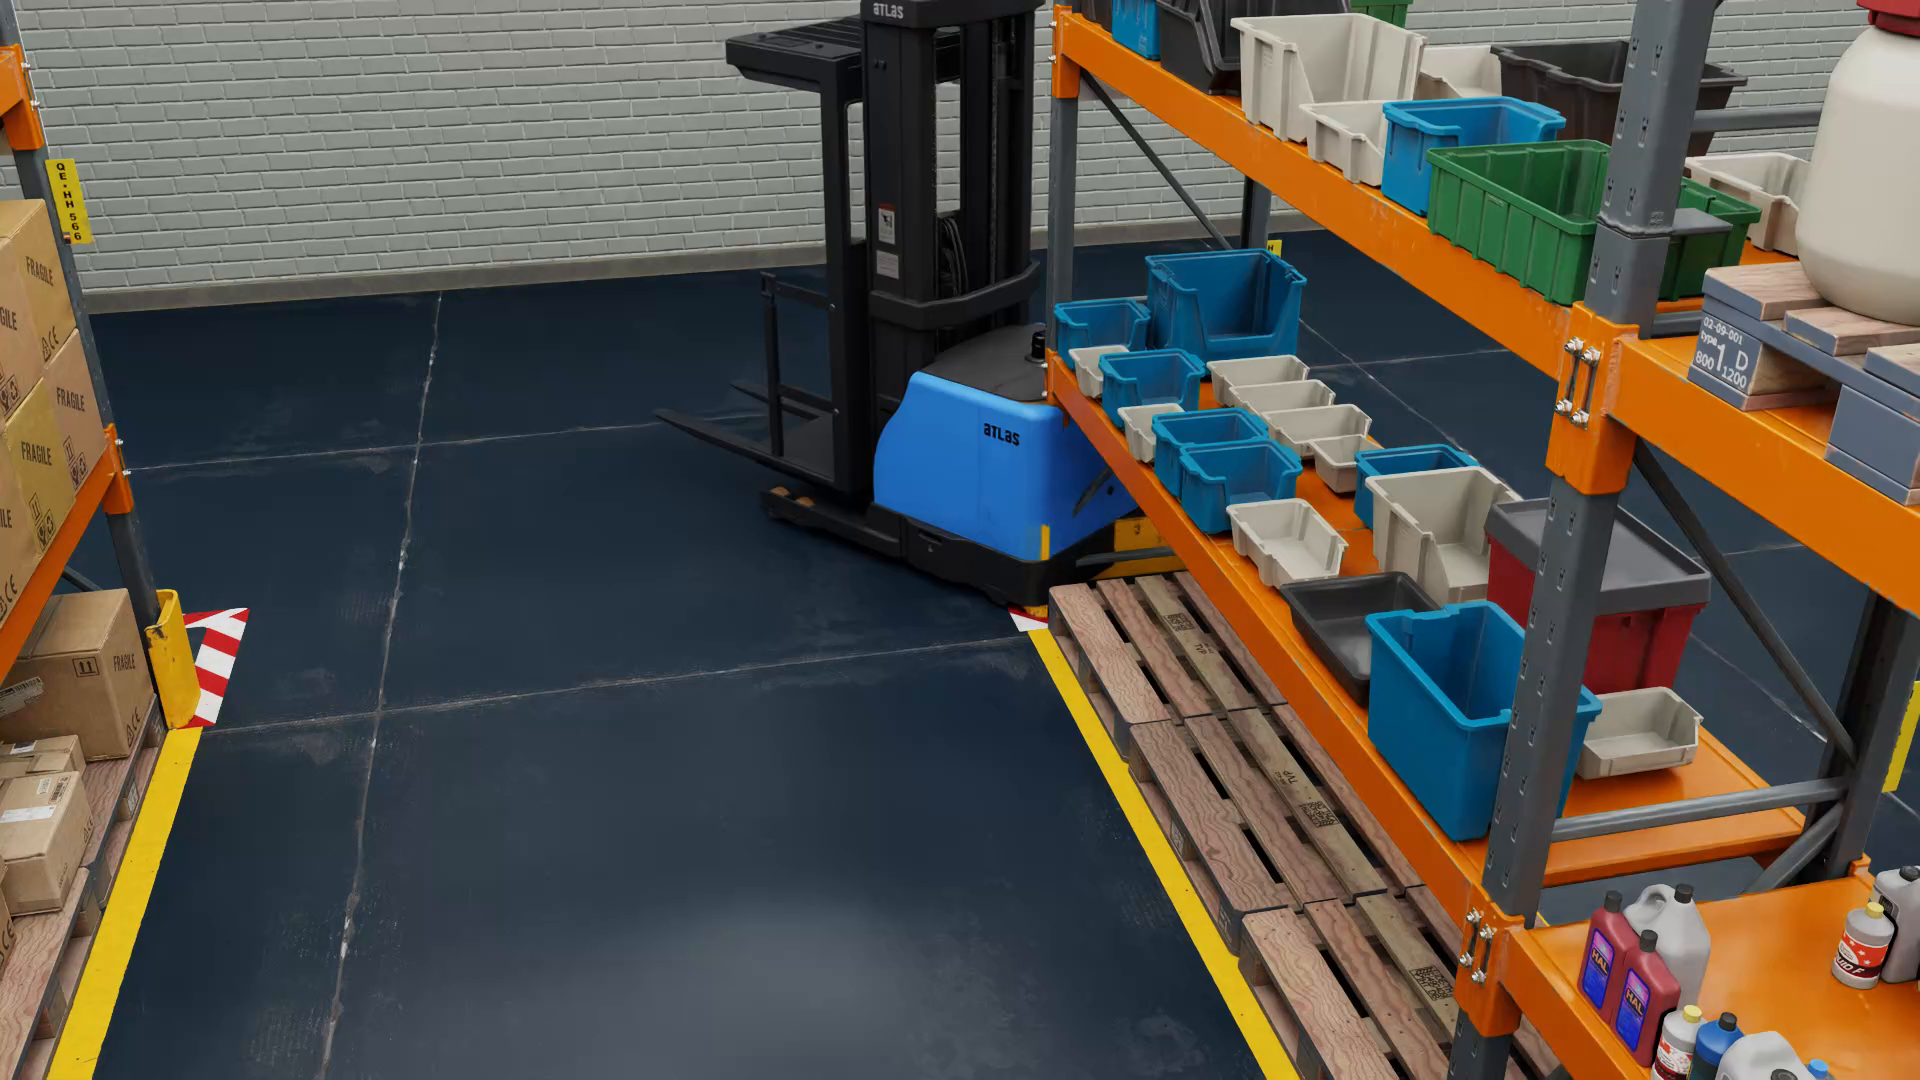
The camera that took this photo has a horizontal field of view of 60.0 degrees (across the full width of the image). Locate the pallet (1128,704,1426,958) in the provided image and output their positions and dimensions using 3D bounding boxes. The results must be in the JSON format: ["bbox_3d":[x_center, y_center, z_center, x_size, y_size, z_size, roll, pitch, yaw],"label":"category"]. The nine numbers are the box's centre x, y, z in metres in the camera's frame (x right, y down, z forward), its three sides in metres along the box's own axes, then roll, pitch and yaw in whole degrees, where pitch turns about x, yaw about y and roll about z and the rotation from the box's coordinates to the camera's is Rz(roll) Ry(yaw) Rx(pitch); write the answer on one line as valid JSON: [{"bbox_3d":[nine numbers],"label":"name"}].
[{"bbox_3d":[1.307,1.061,6.413,1.003,0.211,1.213,-6,27,-12],"label":"pallet"}]

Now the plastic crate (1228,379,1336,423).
[{"bbox_3d":[1.299,-0.525,6.687,0.396,0.136,0.243,-6,27,-12],"label":"plastic crate"}]

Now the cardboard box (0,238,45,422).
[{"bbox_3d":[-3.456,-0.684,5.556,0.500,0.500,0.500,-5,27,-10],"label":"cardboard box"}]

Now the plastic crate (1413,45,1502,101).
[{"bbox_3d":[1.595,-1.423,5.205,0.437,0.136,0.530,-6,27,-12],"label":"plastic crate"}]

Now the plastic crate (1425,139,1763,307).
[{"bbox_3d":[1.399,-0.728,3.769,0.450,0.188,0.662,-6,27,-12],"label":"plastic crate"}]

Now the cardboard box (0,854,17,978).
[{"bbox_3d":[-3.466,1.267,5.193,0.797,0.503,0.637,-6,27,-12],"label":"cardboard box"}]

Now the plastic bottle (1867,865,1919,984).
[{"bbox_3d":[2.193,0.868,3.840,0.152,0.276,0.135,-6,27,-12],"label":"plastic bottle"}]

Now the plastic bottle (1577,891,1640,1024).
[{"bbox_3d":[1.456,0.928,3.711,0.061,0.283,0.133,-6,27,-12],"label":"plastic bottle"}]

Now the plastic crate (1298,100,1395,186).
[{"bbox_3d":[1.132,-1.069,4.503,0.293,0.136,0.466,-6,27,-12],"label":"plastic crate"}]

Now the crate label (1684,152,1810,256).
[{"bbox_3d":[1.961,-0.793,3.957,0.293,0.136,0.466,-6,27,-12],"label":"crate label"}]

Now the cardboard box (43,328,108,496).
[{"bbox_3d":[-3.573,-0.458,6.218,0.500,0.500,0.500,-5,27,-10],"label":"cardboard box"}]

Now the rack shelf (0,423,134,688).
[{"bbox_3d":[-3.488,0.617,4.998,1.077,0.370,4.000,-6,27,-12],"label":"rack shelf"}]

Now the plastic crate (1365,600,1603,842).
[{"bbox_3d":[1.352,0.482,4.417,0.392,0.384,0.575,-6,27,-12],"label":"plastic crate"}]

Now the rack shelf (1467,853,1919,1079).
[{"bbox_3d":[2.240,1.871,2.512,1.077,0.370,4.000,-6,27,-12],"label":"rack shelf"}]

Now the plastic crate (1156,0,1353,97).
[{"bbox_3d":[0.964,-1.697,5.523,0.504,0.338,0.767,-6,27,-12],"label":"plastic crate"}]

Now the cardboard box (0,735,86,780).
[{"bbox_3d":[-3.573,0.886,6.321,0.380,0.166,0.250,-6,27,-12],"label":"cardboard box"}]

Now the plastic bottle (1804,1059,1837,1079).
[{"bbox_3d":[1.722,1.142,3.378,0.097,0.201,0.097,0,27,0],"label":"plastic bottle"}]

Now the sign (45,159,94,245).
[{"bbox_3d":[-3.394,-1.288,6.337,0.100,0.325,0.005,-6,27,-12],"label":"sign"}]

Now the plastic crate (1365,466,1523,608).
[{"bbox_3d":[1.625,0.009,5.468,0.437,0.282,0.530,-6,27,-12],"label":"plastic crate"}]

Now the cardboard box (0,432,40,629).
[{"bbox_3d":[-3.345,-0.011,5.332,0.500,0.500,0.500,-6,27,-11],"label":"cardboard box"}]

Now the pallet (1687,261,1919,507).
[{"bbox_3d":[2.061,-0.249,2.794,1.213,0.211,1.003,-6,27,-12],"label":"pallet"}]

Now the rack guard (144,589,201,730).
[{"bbox_3d":[-3.922,0.567,7.072,1.175,0.500,0.348,-6,27,-12],"label":"rack guard"}]

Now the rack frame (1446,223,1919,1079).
[{"bbox_3d":[1.789,0.672,4.090,1.000,3.000,0.127,-6,27,-12],"label":"rack frame"}]

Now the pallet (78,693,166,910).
[{"bbox_3d":[-3.741,1.046,6.444,1.003,0.211,1.213,-6,27,-12],"label":"pallet"}]

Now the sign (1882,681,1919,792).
[{"bbox_3d":[2.326,0.493,4.136,0.100,0.325,0.005,-6,27,-12],"label":"sign"}]

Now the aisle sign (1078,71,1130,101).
[{"bbox_3d":[0.582,-2.246,6.986,0.394,0.787,0.004,-6,27,-12],"label":"aisle sign"}]

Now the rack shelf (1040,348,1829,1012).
[{"bbox_3d":[1.339,0.115,5.991,1.077,0.370,4.000,-6,27,-12],"label":"rack shelf"}]

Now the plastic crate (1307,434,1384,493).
[{"bbox_3d":[1.471,-0.277,6.196,0.298,0.136,0.250,-6,27,-12],"label":"plastic crate"}]

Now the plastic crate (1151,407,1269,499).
[{"bbox_3d":[0.919,-0.316,6.167,0.416,0.233,0.300,-6,27,-12],"label":"plastic crate"}]

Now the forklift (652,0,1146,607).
[{"bbox_3d":[-0.444,-1.528,8.525,3.031,2.935,1.130,21,34,36],"label":"forklift"}]

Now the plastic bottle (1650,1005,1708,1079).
[{"bbox_3d":[1.530,1.072,3.517,0.097,0.201,0.097,0,27,0],"label":"plastic bottle"}]

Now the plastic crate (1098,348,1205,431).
[{"bbox_3d":[0.771,-0.605,6.739,0.416,0.233,0.300,-6,27,-12],"label":"plastic crate"}]

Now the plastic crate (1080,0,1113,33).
[{"bbox_3d":[0.703,-2.167,6.531,0.497,0.269,0.590,-6,27,-12],"label":"plastic crate"}]

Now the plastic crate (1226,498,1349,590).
[{"bbox_3d":[1.104,0.029,5.590,0.293,0.136,0.466,-6,27,-12],"label":"plastic crate"}]

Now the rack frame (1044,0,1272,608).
[{"bbox_3d":[0.888,-1.084,7.569,1.000,3.000,0.127,-6,27,-12],"label":"rack frame"}]

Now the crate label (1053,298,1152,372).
[{"bbox_3d":[0.623,-0.894,7.312,0.416,0.233,0.303,-6,27,-12],"label":"crate label"}]

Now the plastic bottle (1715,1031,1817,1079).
[{"bbox_3d":[1.605,1.130,3.320,0.152,0.276,0.135,-6,27,-12],"label":"plastic bottle"}]
